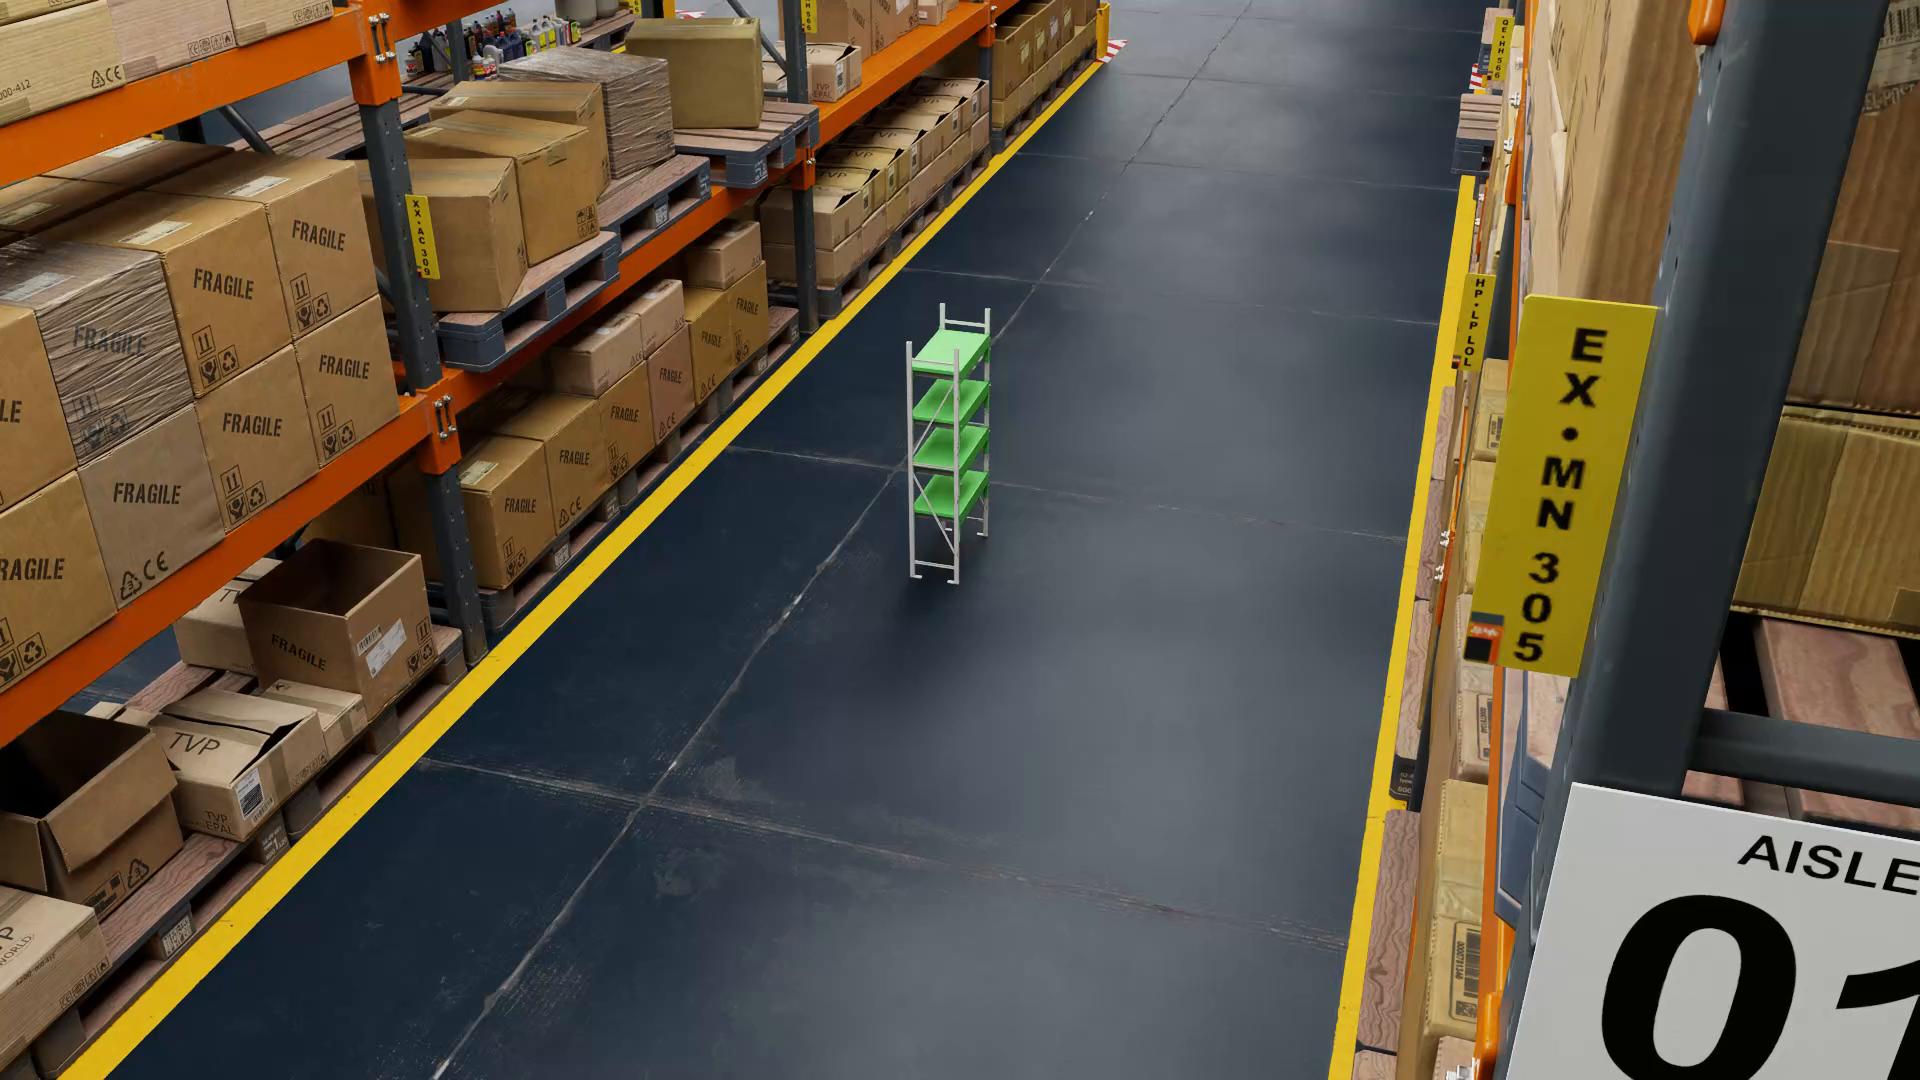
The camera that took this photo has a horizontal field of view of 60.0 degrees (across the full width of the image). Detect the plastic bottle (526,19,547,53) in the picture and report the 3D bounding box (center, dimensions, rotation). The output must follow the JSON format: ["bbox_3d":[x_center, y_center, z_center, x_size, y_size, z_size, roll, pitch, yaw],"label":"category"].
[{"bbox_3d":[-4.149,-4.914,16.270,0.144,0.351,0.185,8,30,14],"label":"plastic bottle"}]

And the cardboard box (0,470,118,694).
[{"bbox_3d":[-2.923,0.090,4.901,0.500,0.500,0.500,9,30,16],"label":"cardboard box"}]

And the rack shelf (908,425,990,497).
[{"bbox_3d":[-0.049,-0.392,7.851,0.258,0.148,0.480,8,30,15],"label":"rack shelf"}]

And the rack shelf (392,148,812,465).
[{"bbox_3d":[-1.989,-1.467,8.541,1.077,0.370,4.000,8,30,15],"label":"rack shelf"}]

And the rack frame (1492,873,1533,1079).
[{"bbox_3d":[0.986,1.712,2.086,1.000,3.000,0.127,8,30,15],"label":"rack frame"}]

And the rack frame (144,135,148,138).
[{"bbox_3d":[-6.136,-3.419,11.311,1.000,3.000,0.127,8,30,15],"label":"rack frame"}]

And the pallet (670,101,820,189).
[{"bbox_3d":[-1.534,-2.302,9.499,1.213,0.211,1.003,8,30,15],"label":"pallet"}]

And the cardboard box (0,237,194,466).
[{"bbox_3d":[-2.773,-0.588,5.089,0.500,0.500,0.500,9,30,15],"label":"cardboard box"}]

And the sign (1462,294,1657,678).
[{"bbox_3d":[0.471,-0.035,1.312,0.100,0.325,0.005,8,30,15],"label":"sign"}]

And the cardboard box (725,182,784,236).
[{"bbox_3d":[-1.484,-2.216,10.968,0.500,0.311,0.500,9,30,16],"label":"cardboard box"}]

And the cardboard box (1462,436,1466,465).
[{"bbox_3d":[2.040,-0.364,6.056,0.380,0.149,0.250,9,30,16],"label":"cardboard box"}]

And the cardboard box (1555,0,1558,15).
[{"bbox_3d":[1.398,-1.185,3.058,0.500,0.500,0.500,9,30,15],"label":"cardboard box"}]

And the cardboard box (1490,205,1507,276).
[{"bbox_3d":[2.053,-0.910,5.600,0.500,0.250,0.500,9,30,16],"label":"cardboard box"}]

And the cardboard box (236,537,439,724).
[{"bbox_3d":[-2.472,0.354,6.647,0.500,0.500,0.500,8,30,15],"label":"cardboard box"}]

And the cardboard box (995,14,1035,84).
[{"bbox_3d":[0.346,-4.283,14.489,0.500,0.500,0.500,8,30,15],"label":"cardboard box"}]

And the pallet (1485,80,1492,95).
[{"bbox_3d":[5.388,-4.097,15.397,1.003,0.211,1.213,8,30,15],"label":"pallet"}]

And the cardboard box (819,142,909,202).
[{"bbox_3d":[-0.670,-2.621,11.696,0.500,0.311,0.500,8,30,14],"label":"cardboard box"}]

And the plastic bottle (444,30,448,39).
[{"bbox_3d":[-4.984,-4.794,16.125,0.061,0.283,0.133,11,31,18],"label":"plastic bottle"}]

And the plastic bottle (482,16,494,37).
[{"bbox_3d":[-4.748,-5.133,16.745,0.097,0.271,0.097,0,29,0],"label":"plastic bottle"}]

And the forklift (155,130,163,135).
[{"bbox_3d":[-4.658,-2.109,9.026,1.130,2.935,3.031,1,29,1],"label":"forklift"}]

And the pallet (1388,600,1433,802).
[{"bbox_3d":[2.315,0.703,6.770,1.003,0.211,1.213,8,30,15],"label":"pallet"}]

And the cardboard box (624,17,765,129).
[{"bbox_3d":[-1.479,-2.629,9.355,0.700,0.500,0.500,-1,29,-2],"label":"cardboard box"}]

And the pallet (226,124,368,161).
[{"bbox_3d":[-5.512,-3.120,13.641,1.003,0.211,1.213,8,30,15],"label":"pallet"}]

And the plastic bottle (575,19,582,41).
[{"bbox_3d":[-3.908,-5.190,16.920,0.097,0.201,0.097,0,29,0],"label":"plastic bottle"}]

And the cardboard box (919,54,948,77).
[{"bbox_3d":[-0.143,-4.356,14.621,0.500,0.500,0.500,8,30,15],"label":"cardboard box"}]

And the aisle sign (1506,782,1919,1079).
[{"bbox_3d":[0.678,0.567,1.471,0.394,0.787,0.004,8,30,15],"label":"aisle sign"}]

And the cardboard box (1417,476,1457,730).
[{"bbox_3d":[2.227,0.289,6.425,0.750,0.750,0.750,9,30,15],"label":"cardboard box"}]

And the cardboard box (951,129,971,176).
[{"bbox_3d":[-0.223,-3.082,13.102,0.500,0.250,0.500,8,30,14],"label":"cardboard box"}]

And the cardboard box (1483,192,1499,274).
[{"bbox_3d":[2.351,-1.050,6.623,0.500,0.500,0.500,9,30,15],"label":"cardboard box"}]

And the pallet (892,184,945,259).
[{"bbox_3d":[-0.763,-2.434,12.408,1.003,0.211,1.213,8,30,15],"label":"pallet"}]

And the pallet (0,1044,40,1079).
[{"bbox_3d":[-3.495,1.820,4.761,1.003,0.211,1.213,8,30,15],"label":"pallet"}]

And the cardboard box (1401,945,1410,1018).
[{"bbox_3d":[1.692,1.328,4.916,0.700,0.500,0.500,8,30,14],"label":"cardboard box"}]

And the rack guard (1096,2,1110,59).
[{"bbox_3d":[0.953,-5.347,17.348,1.175,0.500,0.348,8,30,15],"label":"rack guard"}]

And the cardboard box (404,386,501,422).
[{"bbox_3d":[-2.552,-0.450,8.093,0.500,0.500,0.500,9,30,15],"label":"cardboard box"}]

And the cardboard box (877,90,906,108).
[{"bbox_3d":[-0.740,-3.408,13.110,0.500,0.311,0.500,8,30,14],"label":"cardboard box"}]

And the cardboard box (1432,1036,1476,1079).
[{"bbox_3d":[1.126,1.343,2.442,0.980,0.700,0.700,10,31,17],"label":"cardboard box"}]

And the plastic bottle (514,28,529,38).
[{"bbox_3d":[-4.297,-4.891,16.305,0.152,0.276,0.135,8,30,15],"label":"plastic bottle"}]

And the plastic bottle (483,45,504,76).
[{"bbox_3d":[-4.381,-4.520,15.638,0.152,0.276,0.135,10,30,17],"label":"plastic bottle"}]

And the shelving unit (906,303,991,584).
[{"bbox_3d":[-0.049,-0.447,7.820,0.258,1.200,0.503,8,30,15],"label":"shelving unit"}]

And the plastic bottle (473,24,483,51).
[{"bbox_3d":[-4.744,-4.923,16.355,0.061,0.283,0.133,8,30,15],"label":"plastic bottle"}]

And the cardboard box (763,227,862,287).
[{"bbox_3d":[-0.968,-1.894,10.965,0.500,0.250,0.500,8,30,15],"label":"cardboard box"}]

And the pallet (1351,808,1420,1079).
[{"bbox_3d":[1.862,1.414,5.490,1.003,0.211,1.213,8,30,15],"label":"pallet"}]

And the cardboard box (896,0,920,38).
[{"bbox_3d":[-0.624,-4.014,12.277,0.500,0.500,0.500,11,31,18],"label":"cardboard box"}]

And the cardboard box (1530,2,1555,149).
[{"bbox_3d":[1.399,-0.861,3.246,0.500,0.250,0.500,8,30,13],"label":"cardboard box"}]

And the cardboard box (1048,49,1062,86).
[{"bbox_3d":[0.642,-4.420,15.506,0.500,0.250,0.500,8,30,15],"label":"cardboard box"}]

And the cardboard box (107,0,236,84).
[{"bbox_3d":[-2.622,-1.602,5.113,0.500,0.250,0.500,8,30,15],"label":"cardboard box"}]

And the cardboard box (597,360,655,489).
[{"bbox_3d":[-1.902,-0.622,8.402,0.500,0.500,0.500,9,30,15],"label":"cardboard box"}]

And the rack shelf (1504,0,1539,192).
[{"bbox_3d":[2.747,-2.072,6.544,1.077,0.370,4.000,8,30,15],"label":"rack shelf"}]

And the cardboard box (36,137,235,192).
[{"bbox_3d":[-2.984,-1.153,6.106,0.500,0.500,0.500,9,30,16],"label":"cardboard box"}]

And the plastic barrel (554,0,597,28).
[{"bbox_3d":[-4.055,-5.683,17.508,0.421,0.512,0.421,0,29,0],"label":"plastic barrel"}]
